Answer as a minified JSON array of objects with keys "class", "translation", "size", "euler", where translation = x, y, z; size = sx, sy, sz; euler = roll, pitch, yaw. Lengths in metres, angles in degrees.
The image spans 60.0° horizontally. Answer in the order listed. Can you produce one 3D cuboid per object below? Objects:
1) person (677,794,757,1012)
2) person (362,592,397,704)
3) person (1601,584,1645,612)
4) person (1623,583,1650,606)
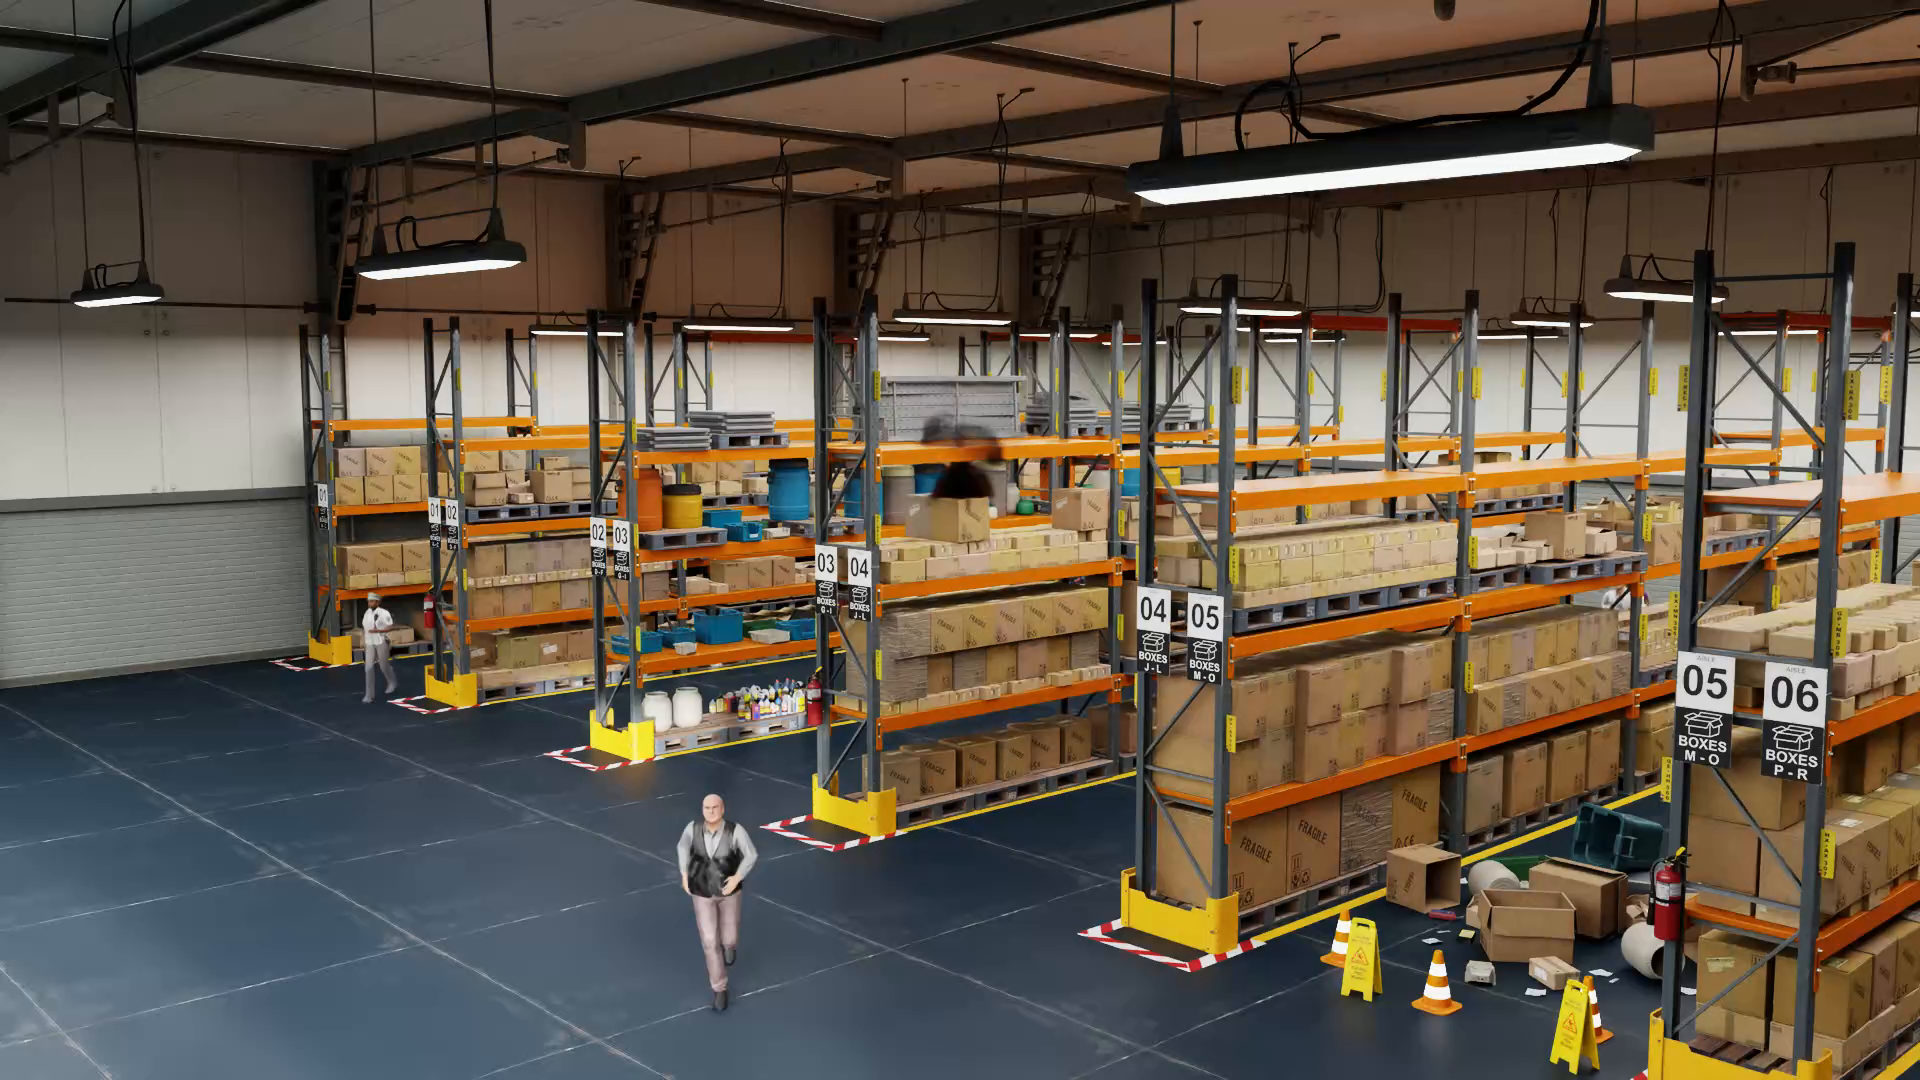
[{"class":"person","translation":[-2.021,2.936,13.813],"size":[0.681,1.713,0.886],"euler":[0,6,-2]},{"class":"person","translation":[-9.173,1.670,26.296],"size":[0.562,1.728,0.867],"euler":[1,6,12]},{"class":"person","translation":[11.175,1.467,28.072],"size":[0.717,1.748,1.012],"euler":[3,6,27]},{"class":"person","translation":[11.635,1.398,28.762],"size":[0.708,1.721,0.774],"euler":[0,6,1]}]
